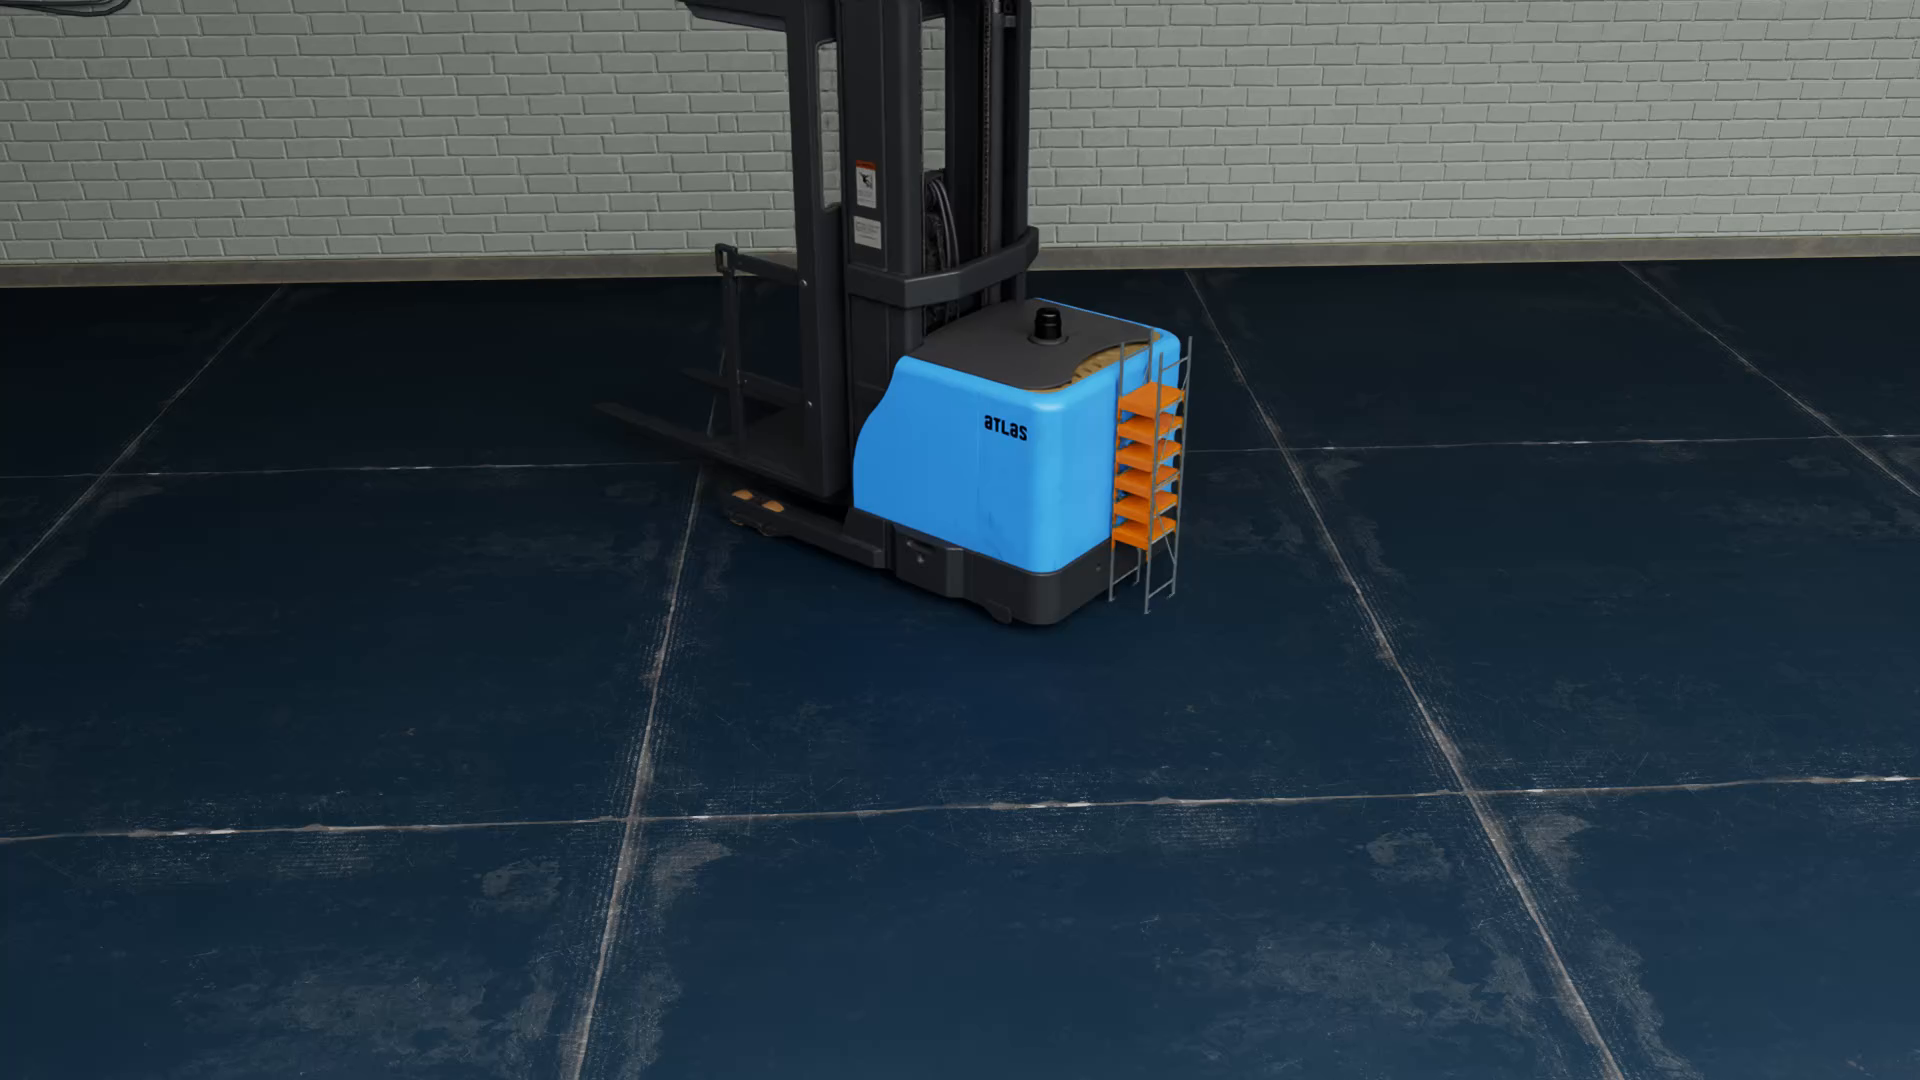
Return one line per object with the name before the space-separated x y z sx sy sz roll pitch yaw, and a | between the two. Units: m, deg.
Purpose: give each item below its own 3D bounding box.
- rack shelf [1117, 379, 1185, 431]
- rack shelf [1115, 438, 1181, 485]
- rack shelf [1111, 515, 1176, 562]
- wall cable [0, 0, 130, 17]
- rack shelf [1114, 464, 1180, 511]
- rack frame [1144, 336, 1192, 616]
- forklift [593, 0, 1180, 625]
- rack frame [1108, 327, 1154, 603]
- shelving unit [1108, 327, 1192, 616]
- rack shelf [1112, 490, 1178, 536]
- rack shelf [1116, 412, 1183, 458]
rack shelf | 0.793 -0.556 6.836 0.180 0.103 0.258 20 34 33
rack shelf | 0.793 -0.343 6.947 0.180 0.103 0.258 20 34 33
rack shelf | 0.793 -0.024 7.113 0.180 0.103 0.258 20 34 33
wall cable | -6.461 -4.253 9.532 3.097 2.526 0.112 -1 28 -3
rack shelf | 0.793 -0.237 7.002 0.180 0.103 0.258 20 34 33
rack frame | 0.865 -0.250 6.932 0.006 1.200 0.240 20 34 33
forklift | -0.508 -1.485 7.428 3.031 2.935 1.130 20 34 33
rack frame | 0.721 -0.302 7.032 0.006 1.200 0.240 20 34 33
shelving unit | 0.793 -0.276 6.982 0.189 1.200 0.258 20 34 33
rack shelf | 0.793 -0.130 7.058 0.180 0.103 0.258 20 34 33
rack shelf | 0.793 -0.450 6.891 0.180 0.103 0.258 20 34 33
